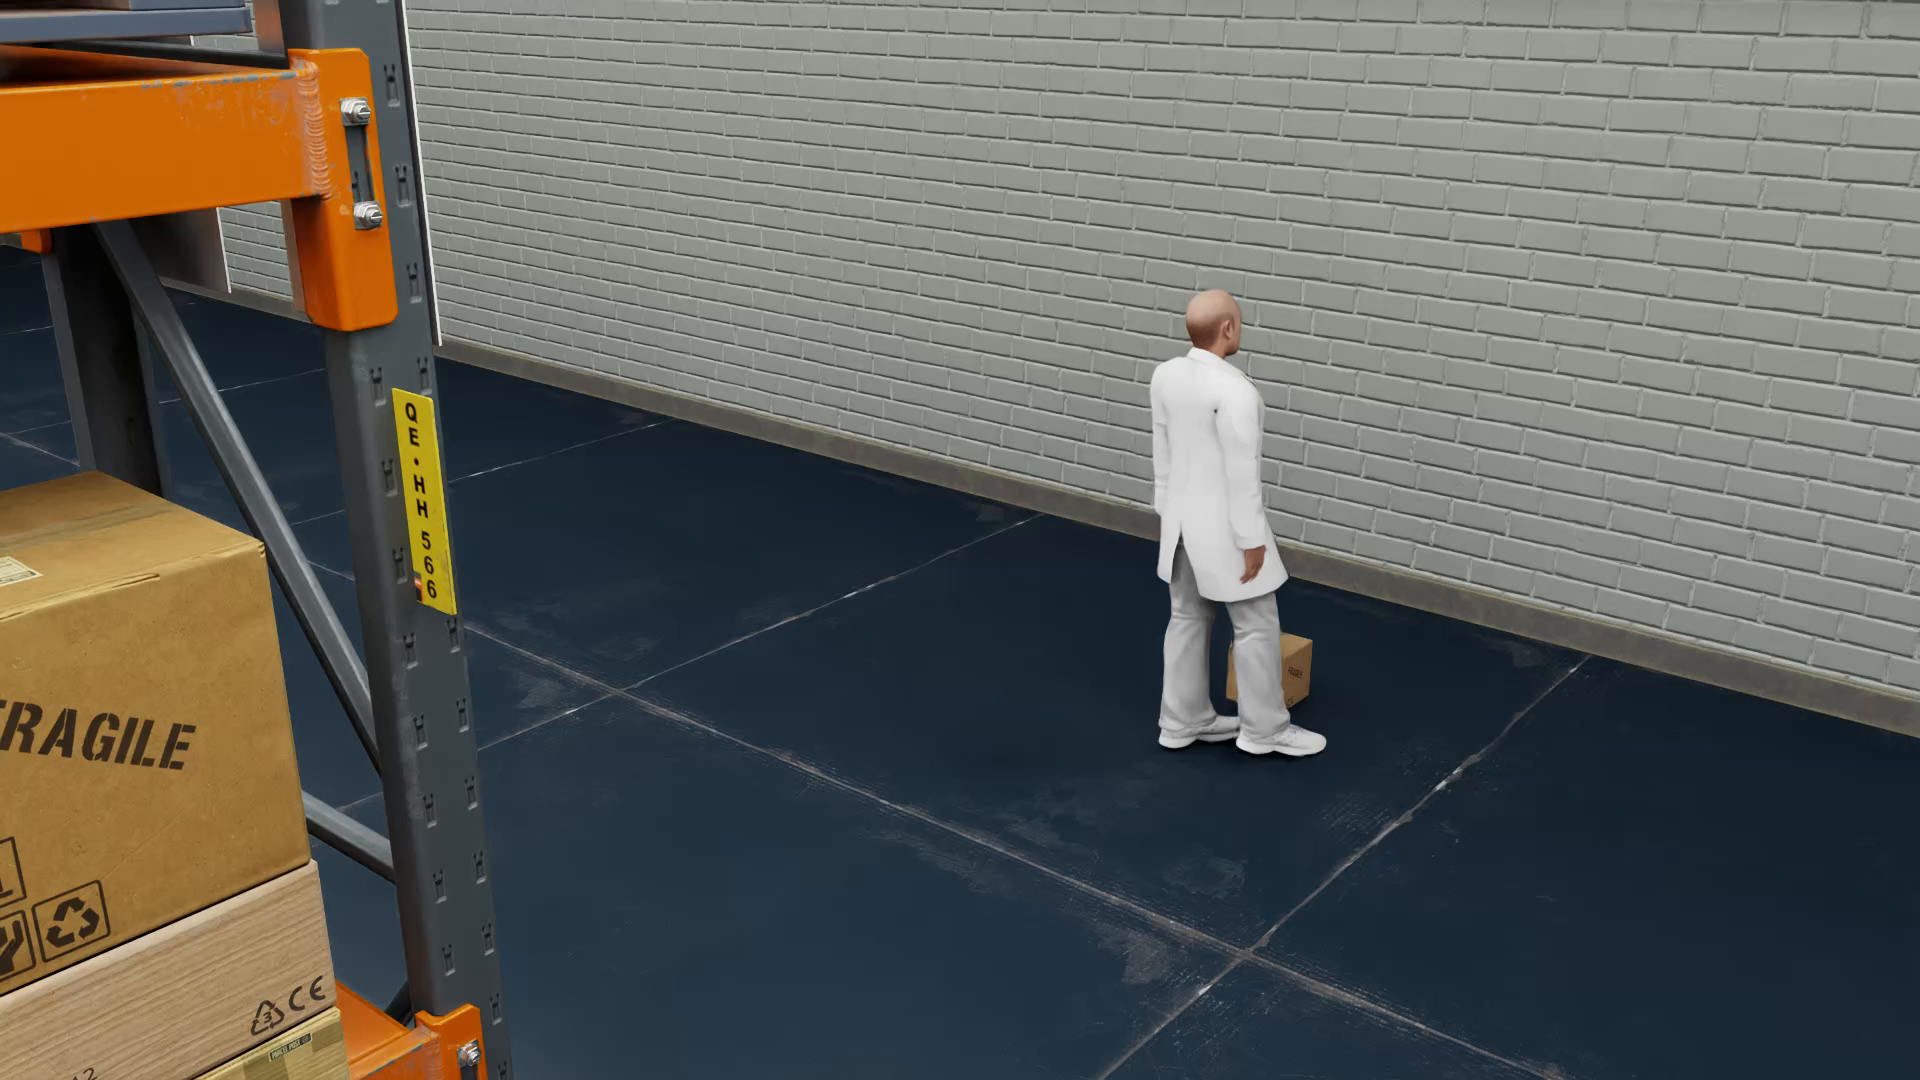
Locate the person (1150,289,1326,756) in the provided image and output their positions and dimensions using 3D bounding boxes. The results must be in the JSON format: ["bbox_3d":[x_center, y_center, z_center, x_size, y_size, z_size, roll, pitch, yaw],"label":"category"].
[{"bbox_3d":[1.041,-0.063,6.254,0.574,1.791,0.602,-12,23,-29],"label":"person"}]
